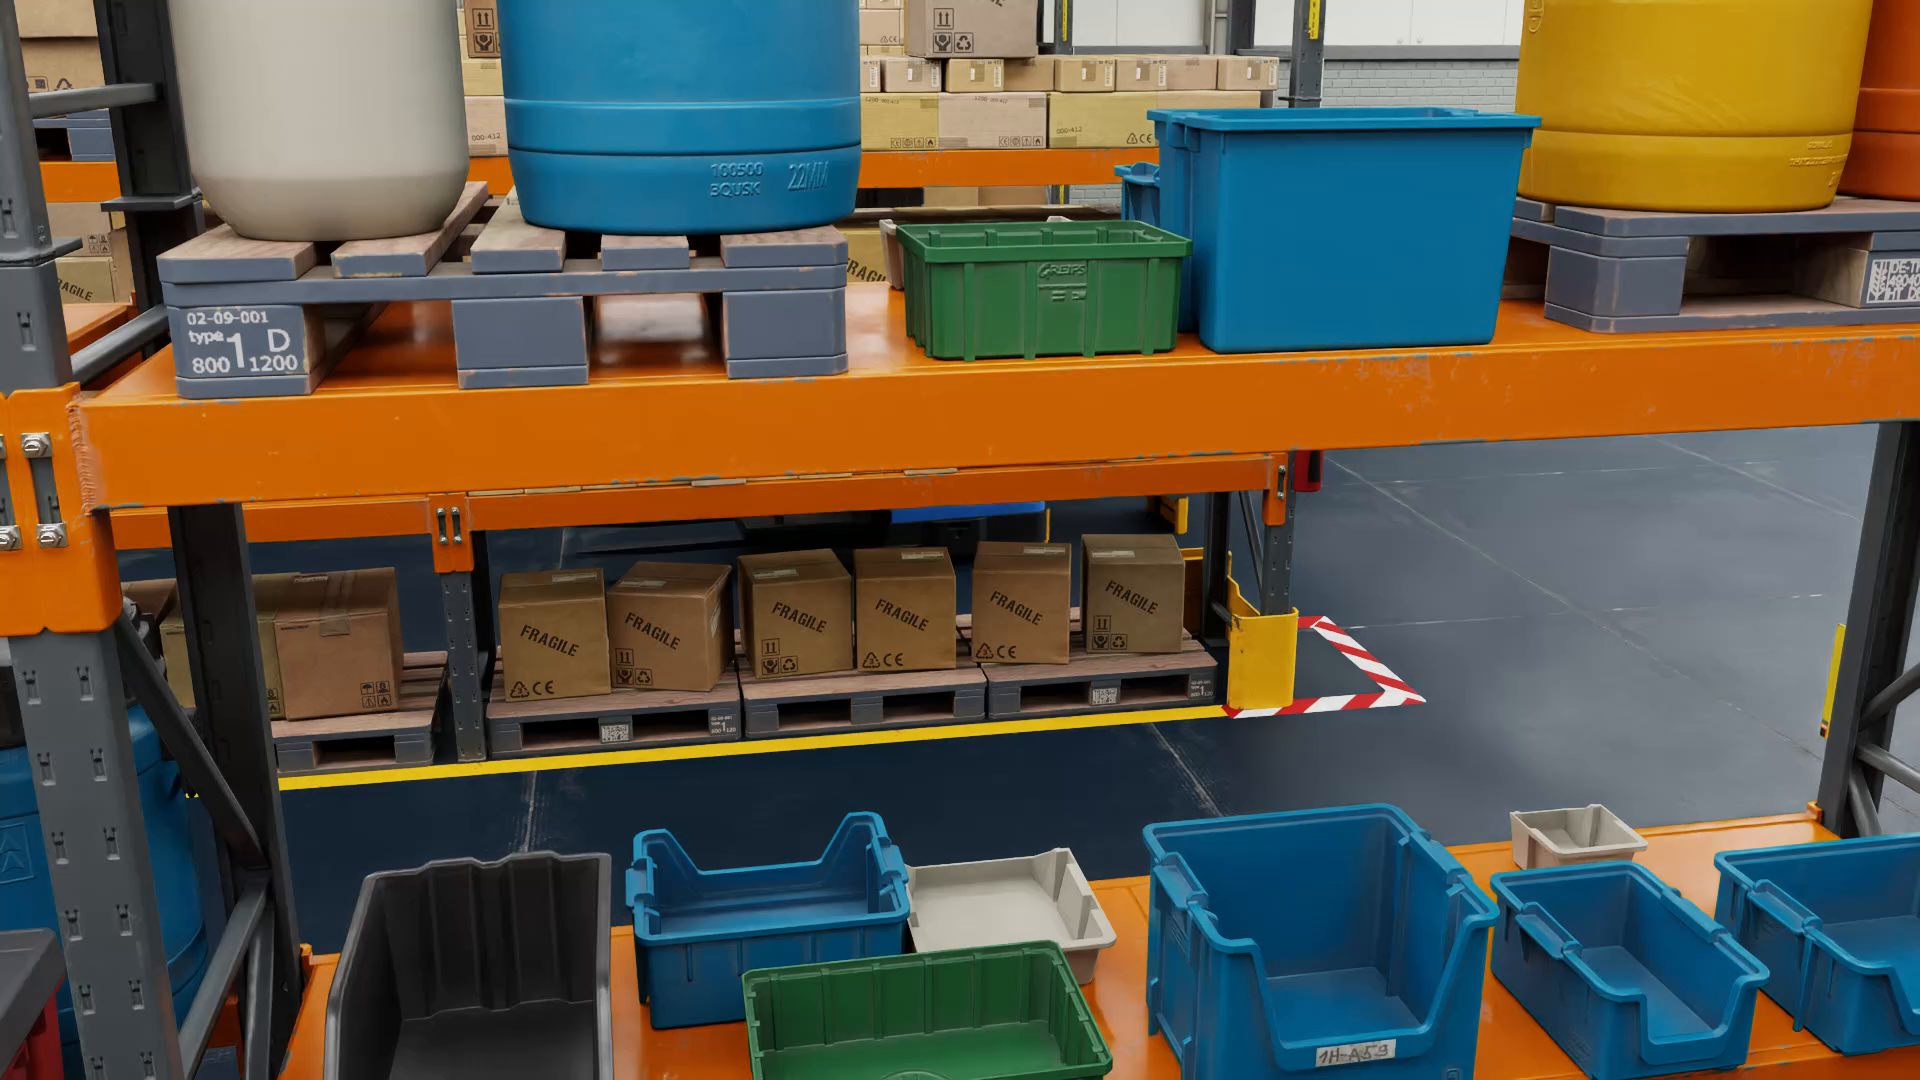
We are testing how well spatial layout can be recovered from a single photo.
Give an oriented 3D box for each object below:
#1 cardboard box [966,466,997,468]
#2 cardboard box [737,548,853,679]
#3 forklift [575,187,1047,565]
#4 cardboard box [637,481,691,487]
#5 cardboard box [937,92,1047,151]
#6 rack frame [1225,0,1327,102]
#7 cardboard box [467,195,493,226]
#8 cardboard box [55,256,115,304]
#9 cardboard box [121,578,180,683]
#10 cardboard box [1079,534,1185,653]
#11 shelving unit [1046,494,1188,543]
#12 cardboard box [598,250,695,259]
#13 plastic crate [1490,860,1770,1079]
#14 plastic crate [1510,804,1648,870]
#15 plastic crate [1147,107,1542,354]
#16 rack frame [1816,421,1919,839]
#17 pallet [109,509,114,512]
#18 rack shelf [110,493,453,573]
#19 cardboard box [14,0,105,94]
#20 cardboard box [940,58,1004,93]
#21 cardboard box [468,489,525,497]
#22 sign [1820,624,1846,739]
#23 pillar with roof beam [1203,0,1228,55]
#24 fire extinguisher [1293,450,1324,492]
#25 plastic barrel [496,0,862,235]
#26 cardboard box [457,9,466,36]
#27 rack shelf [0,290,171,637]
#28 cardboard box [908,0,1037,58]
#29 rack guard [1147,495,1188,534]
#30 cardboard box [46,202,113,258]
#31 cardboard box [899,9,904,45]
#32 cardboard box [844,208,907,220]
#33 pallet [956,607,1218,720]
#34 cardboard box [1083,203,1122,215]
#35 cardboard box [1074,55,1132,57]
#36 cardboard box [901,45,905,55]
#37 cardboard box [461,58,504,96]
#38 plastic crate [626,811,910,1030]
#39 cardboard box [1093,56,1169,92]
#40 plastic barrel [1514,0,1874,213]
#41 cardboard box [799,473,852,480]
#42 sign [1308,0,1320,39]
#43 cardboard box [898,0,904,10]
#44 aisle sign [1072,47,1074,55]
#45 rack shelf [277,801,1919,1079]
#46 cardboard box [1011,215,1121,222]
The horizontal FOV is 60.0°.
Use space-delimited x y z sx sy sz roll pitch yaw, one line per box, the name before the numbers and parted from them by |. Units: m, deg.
cardboard box | 0.058 -0.474 8.175 0.250 0.149 0.380 -3 17 -10
cardboard box | -0.849 0.371 8.538 0.500 0.500 0.500 -5 18 -15
forklift | -1.006 -1.322 10.624 3.031 2.935 1.130 -5 18 -14
cardboard box | -1.405 -0.375 7.853 0.250 0.149 0.380 -3 17 -10
cardboard box | 0.103 -1.951 7.703 0.500 0.250 0.500 -3 17 -9
rack frame | 1.522 -3.612 7.745 0.127 3.000 1.000 -3 17 -10
cardboard box | -3.733 -2.453 12.317 0.500 0.500 0.700 -4 17 -11
cardboard box | -6.183 -1.758 11.757 0.500 0.500 0.500 -3 17 -11
cardboard box | -4.033 0.544 7.941 0.500 0.500 0.700 -5 18 -15
cardboard box | 0.906 0.280 8.833 0.500 0.500 0.500 0 17 0
shelving unit | 0.972 -0.804 11.375 1.083 1.500 0.587 -5 18 -14
cardboard box | -1.424 -1.169 7.630 0.500 0.500 0.500 -3 17 -10
plastic crate | 1.389 0.903 3.515 0.408 0.251 0.499 -3 17 -10
plastic crate | 1.522 0.767 4.155 0.250 0.136 0.298 -3 17 -10
plastic crate | 0.647 -0.550 2.911 0.575 0.384 0.392 -3 17 -10
rack frame | 2.462 0.684 3.977 0.127 3.000 1.000 -3 17 -10
pallet | -4.397 -0.329 7.600 1.213 0.211 1.003 -3 17 -10
rack shelf | -4.369 -0.066 7.643 4.000 0.370 1.077 -3 17 -10
cardboard box | -3.810 -2.155 7.219 0.637 0.503 0.797 -3 17 -8
cardboard box | 0.030 -2.121 7.576 0.250 0.149 0.380 -4 18 -13
cardboard box | -2.137 -0.327 7.694 0.250 0.149 0.380 -3 17 -10
sign | 2.362 0.393 4.453 0.005 0.325 0.100 -3 17 -10
pillar with roof beam | 4.550 -7.214 19.471 0.400 9.000 9.100 -3 17 -10
fire extinguisher | 1.722 -0.581 8.225 0.183 0.674 0.296 -3 17 -10
plastic barrel | -0.468 -0.992 2.756 0.708 0.901 0.600 -3 17 -10
cardboard box | -4.830 -5.111 16.423 0.500 0.250 0.500 -3 17 -9
rack shelf | -3.429 -0.072 2.554 4.000 0.370 1.077 -3 17 -10
cardboard box | 0.049 -2.448 7.535 0.500 0.500 0.500 -3 17 -10
rack guard | 1.453 -0.245 11.682 0.087 0.250 0.587 -5 18 -14
cardboard box | -6.235 -2.310 11.852 0.500 0.500 0.700 -3 17 -11
cardboard box | -0.238 -3.797 12.320 0.500 0.250 0.500 -3 17 -10
cardboard box | -0.542 -1.376 8.304 0.500 0.500 0.500 -3 17 -10
pallet | 0.643 0.628 8.907 1.213 0.211 1.003 -3 17 -10
cardboard box | 0.931 -1.460 8.577 0.500 0.500 0.500 -3 17 -10
cardboard box | 0.711 -2.312 8.198 0.250 0.149 0.380 -4 17 -11
cardboard box | -0.329 -3.584 12.304 0.250 0.149 0.380 -3 17 -10
cardboard box | -2.027 -2.003 7.193 0.250 0.149 0.380 -4 17 -12
plastic crate | -0.430 0.838 3.729 0.616 0.251 0.499 -3 17 -10
cardboard box | 0.783 -2.164 7.716 0.250 0.149 0.380 -4 18 -13
plastic barrel | 1.367 -0.941 3.121 0.600 0.588 0.600 0 17 0
cardboard box | -0.667 -0.414 7.978 0.250 0.149 0.380 -3 17 -10
sign | 1.608 -2.440 7.531 0.005 0.325 0.100 -3 17 -10
cardboard box | -0.337 -3.964 12.184 0.250 0.149 0.380 -3 17 -10
aisle sign | 0.807 -3.340 12.649 0.004 0.787 0.394 -3 17 -10
rack shelf | 0.498 1.139 3.720 4.000 0.370 1.077 -3 17 -10
cardboard box | 0.539 -1.281 7.993 0.500 0.500 0.500 -3 17 -10
